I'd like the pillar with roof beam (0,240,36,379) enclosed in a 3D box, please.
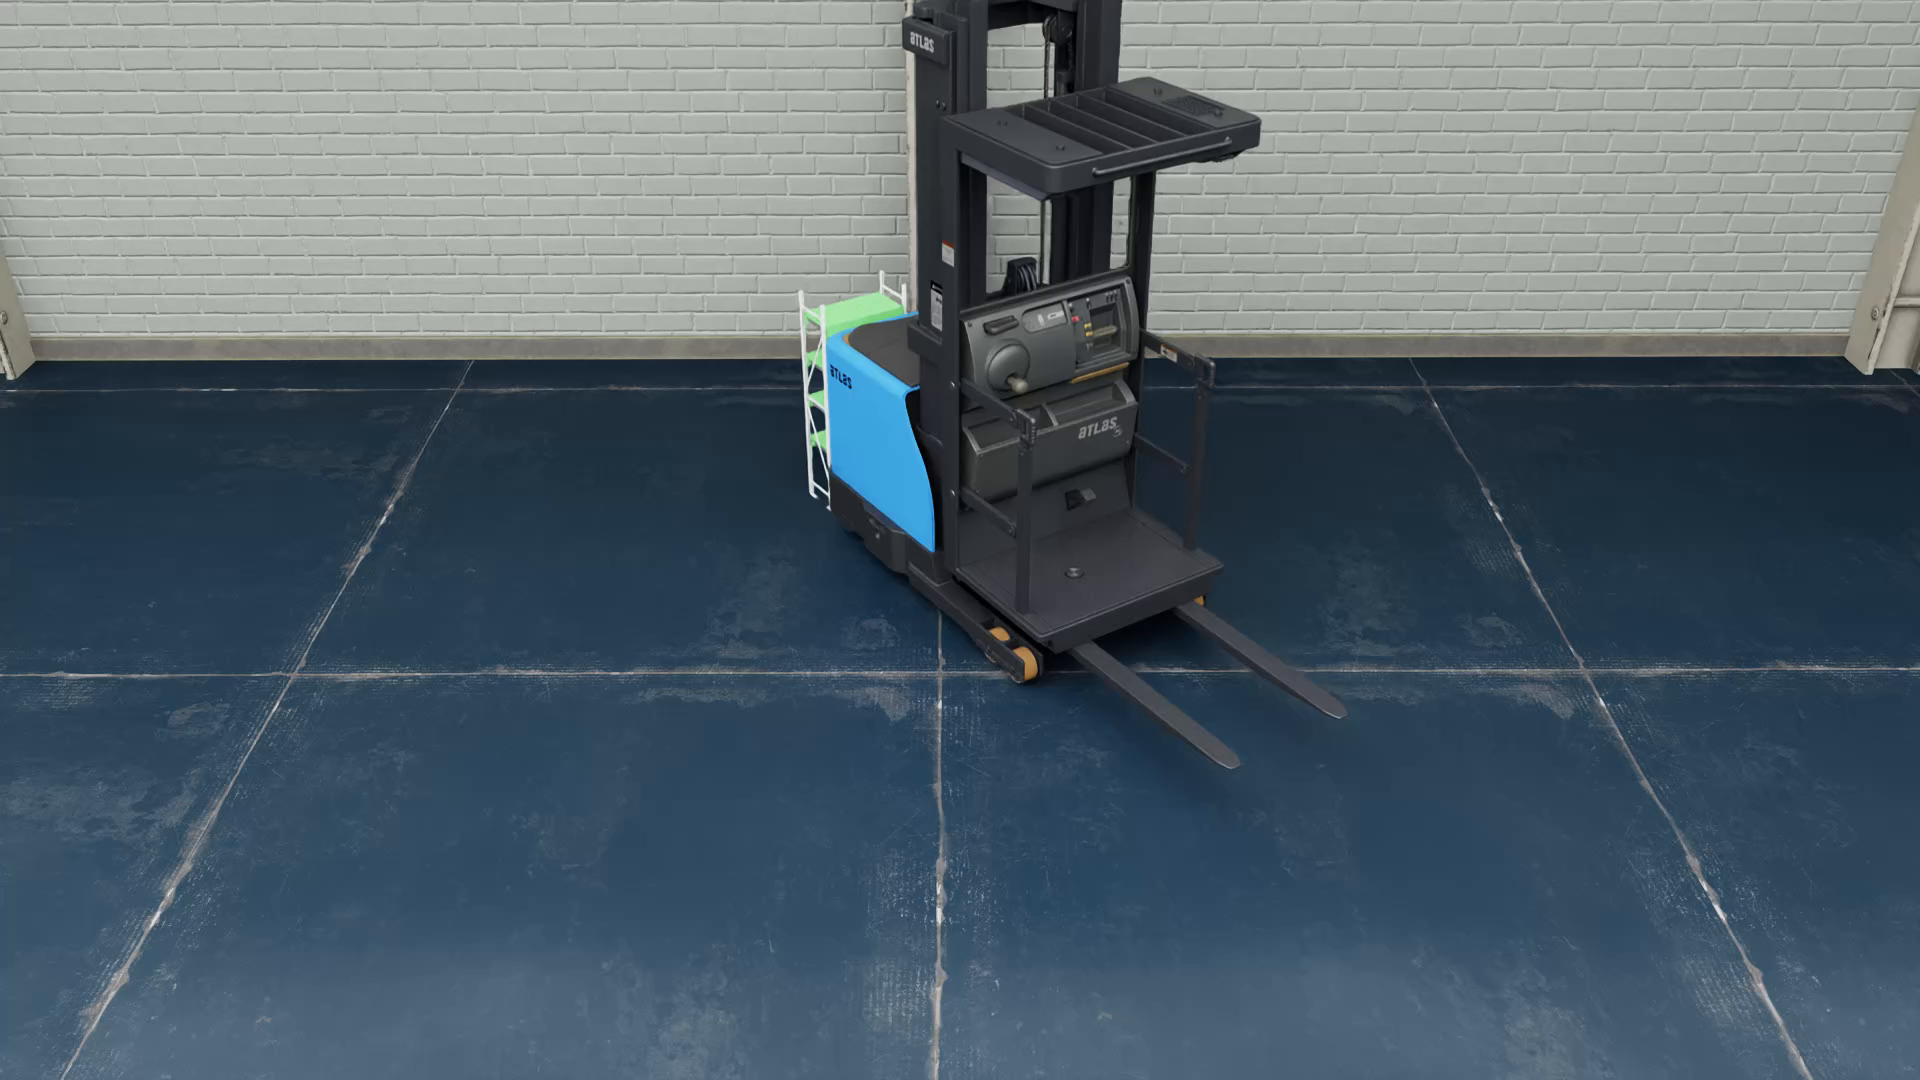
[{"bbox_3d":[-6.086,-2.699,4.524,0.400,9.000,9.100,0,31,0],"label":"pillar with roof beam"}]

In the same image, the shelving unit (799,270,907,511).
[{"bbox_3d":[-0.554,-0.791,8.897,0.503,1.200,0.258,-19,36,-29],"label":"shelving unit"}]

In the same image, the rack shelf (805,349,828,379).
[{"bbox_3d":[-0.554,-0.942,8.806,0.480,0.148,0.258,-19,36,-29],"label":"rack shelf"}]

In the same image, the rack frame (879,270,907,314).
[{"bbox_3d":[-0.353,-0.862,9.015,0.015,1.200,0.240,-19,36,-29],"label":"rack frame"}]

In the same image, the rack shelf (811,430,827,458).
[{"bbox_3d":[-0.554,-0.531,9.055,0.480,0.148,0.258,-19,36,-29],"label":"rack shelf"}]

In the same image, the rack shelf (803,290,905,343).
[{"bbox_3d":[-0.554,-1.147,8.681,0.480,0.148,0.258,-19,36,-29],"label":"rack shelf"}]

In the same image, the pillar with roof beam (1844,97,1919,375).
[{"bbox_3d":[5.914,-2.737,4.586,0.400,9.000,9.100,0,31,0],"label":"pillar with roof beam"}]

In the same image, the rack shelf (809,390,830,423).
[{"bbox_3d":[-0.554,-0.737,8.930,0.480,0.148,0.258,-19,36,-29],"label":"rack shelf"}]

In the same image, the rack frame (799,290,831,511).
[{"bbox_3d":[-0.756,-0.720,8.780,0.015,1.200,0.240,-19,36,-29],"label":"rack frame"}]

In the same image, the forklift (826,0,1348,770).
[{"bbox_3d":[0.542,-0.876,7.369,1.130,2.935,3.031,-19,36,-28],"label":"forklift"}]

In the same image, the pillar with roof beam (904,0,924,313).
[{"bbox_3d":[-0.086,-2.718,4.555,0.400,9.000,9.100,0,31,0],"label":"pillar with roof beam"}]
